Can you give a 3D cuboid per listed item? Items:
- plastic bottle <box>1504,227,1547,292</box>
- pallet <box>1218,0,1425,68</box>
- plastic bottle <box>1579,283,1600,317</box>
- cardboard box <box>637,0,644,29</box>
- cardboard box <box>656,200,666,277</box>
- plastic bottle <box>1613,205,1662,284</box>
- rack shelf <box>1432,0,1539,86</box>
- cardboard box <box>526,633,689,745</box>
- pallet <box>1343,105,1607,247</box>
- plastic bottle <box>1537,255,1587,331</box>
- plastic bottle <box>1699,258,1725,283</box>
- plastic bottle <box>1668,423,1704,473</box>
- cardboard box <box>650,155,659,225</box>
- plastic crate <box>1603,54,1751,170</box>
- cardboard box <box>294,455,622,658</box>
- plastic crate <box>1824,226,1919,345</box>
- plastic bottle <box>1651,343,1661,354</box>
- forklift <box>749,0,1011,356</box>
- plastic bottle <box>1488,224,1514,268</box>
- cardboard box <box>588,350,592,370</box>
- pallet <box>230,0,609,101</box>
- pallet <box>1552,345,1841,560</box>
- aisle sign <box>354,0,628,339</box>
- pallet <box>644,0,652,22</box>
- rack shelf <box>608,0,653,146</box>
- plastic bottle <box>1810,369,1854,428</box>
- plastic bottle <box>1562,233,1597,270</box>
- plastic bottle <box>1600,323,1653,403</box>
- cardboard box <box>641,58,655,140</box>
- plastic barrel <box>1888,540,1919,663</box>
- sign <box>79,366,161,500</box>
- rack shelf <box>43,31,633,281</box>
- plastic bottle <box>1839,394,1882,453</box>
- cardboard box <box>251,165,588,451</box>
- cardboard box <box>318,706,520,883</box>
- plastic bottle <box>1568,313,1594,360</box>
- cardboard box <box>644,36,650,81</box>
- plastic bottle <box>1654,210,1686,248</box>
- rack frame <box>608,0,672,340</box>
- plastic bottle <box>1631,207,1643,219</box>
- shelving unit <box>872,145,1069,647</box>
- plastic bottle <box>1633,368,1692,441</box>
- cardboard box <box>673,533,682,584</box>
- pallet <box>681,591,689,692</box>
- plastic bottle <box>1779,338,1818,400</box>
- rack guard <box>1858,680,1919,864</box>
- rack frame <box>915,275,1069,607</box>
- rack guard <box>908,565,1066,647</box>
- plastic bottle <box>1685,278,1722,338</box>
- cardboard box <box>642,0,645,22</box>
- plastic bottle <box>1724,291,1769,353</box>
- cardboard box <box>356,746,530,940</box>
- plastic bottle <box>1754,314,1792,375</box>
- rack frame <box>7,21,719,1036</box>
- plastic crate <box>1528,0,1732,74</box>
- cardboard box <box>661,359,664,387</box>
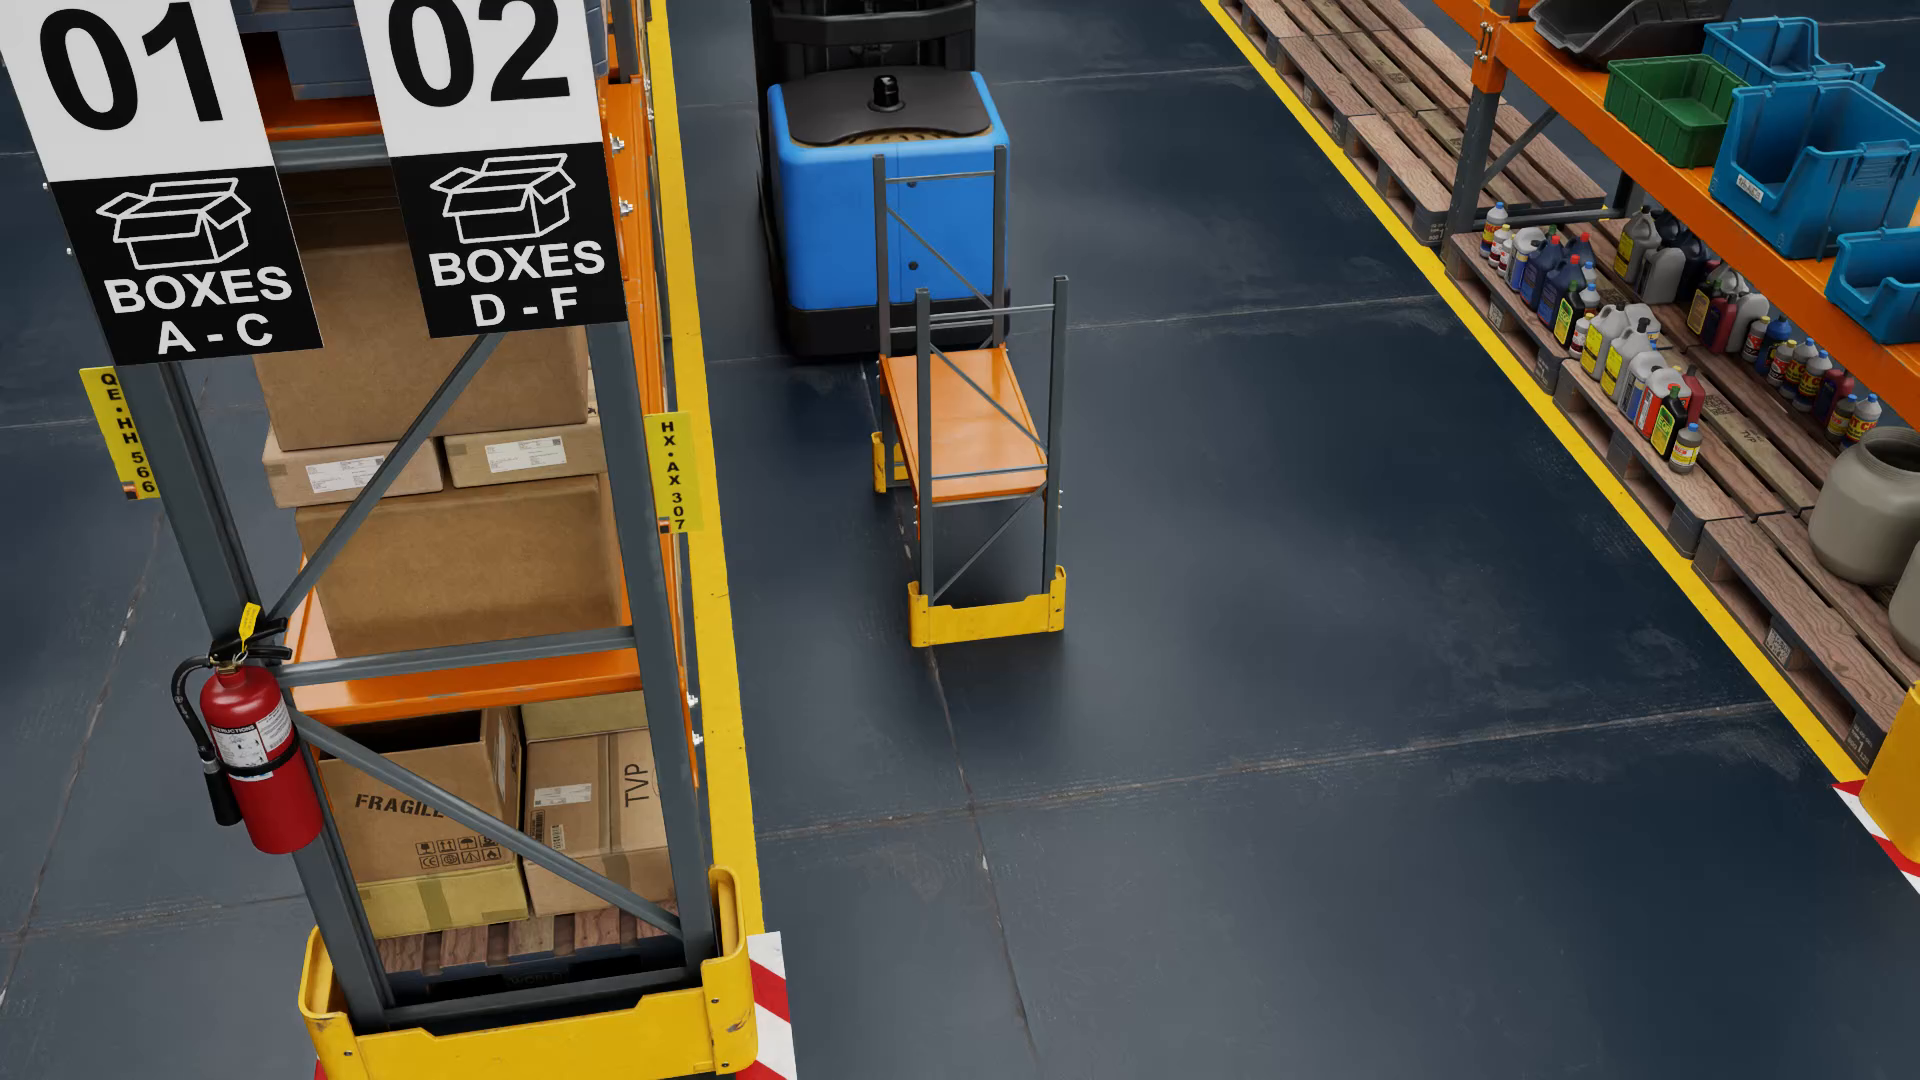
[{"bbox_3d":[2.697,-1.331,7.880,0.152,0.276,0.135,-5,38,-6],"label":"plastic bottle"},{"bbox_3d":[2.386,-3.508,11.093,1.003,0.211,1.213,-6,38,-8],"label":"pallet"},{"bbox_3d":[2.818,-1.030,7.497,0.097,0.271,0.097,0,38,0],"label":"plastic bottle"},{"bbox_3d":[-2.072,-2.944,9.536,0.500,0.311,0.500,-6,38,-8],"label":"cardboard box"},{"bbox_3d":[-1.715,-1.485,8.115,0.500,0.250,0.500,-7,38,-9],"label":"cardboard box"},{"bbox_3d":[3.244,-1.419,7.932,0.144,0.351,0.185,-6,38,-8],"label":"plastic bottle"},{"bbox_3d":[2.639,-3.589,9.511,1.077,0.370,4.000,-6,38,-8],"label":"rack shelf"},{"bbox_3d":[-1.153,0.552,5.493,0.500,0.250,0.500,-6,38,-8],"label":"cardboard box"},{"bbox_3d":[2.813,-2.034,9.196,1.003,0.211,1.213,-6,38,-8],"label":"pallet"},{"bbox_3d":[2.755,-1.147,7.581,0.144,0.351,0.185,-8,39,-10],"label":"plastic bottle"},{"bbox_3d":[3.489,-1.198,7.703,0.061,0.283,0.133,-4,38,-5],"label":"plastic bottle"},{"bbox_3d":[2.937,-0.380,6.716,0.097,0.201,0.097,0,38,0],"label":"plastic bottle"},{"bbox_3d":[-1.715,-1.712,7.951,0.500,0.311,0.500,-6,38,-8],"label":"cardboard box"},{"bbox_3d":[2.949,-1.731,6.706,0.450,0.188,0.662,-6,38,-8],"label":"plastic crate"},{"bbox_3d":[-1.256,-0.041,4.277,0.700,0.500,0.500,-6,38,-8],"label":"cardboard box"},{"bbox_3d":[3.200,-0.853,5.525,0.499,0.251,0.408,-6,38,-8],"label":"plastic crate"},{"bbox_3d":[2.974,-0.758,7.203,0.097,0.201,0.097,0,38,0],"label":"plastic bottle"},{"bbox_3d":[-0.508,-2.913,8.110,1.130,2.935,3.031,-6,38,-7],"label":"forklift"},{"bbox_3d":[2.631,-1.433,8.072,0.097,0.201,0.097,0,38,0],"label":"plastic bottle"},{"bbox_3d":[-1.092,-0.434,4.253,0.380,0.149,0.250,-7,38,-9],"label":"cardboard box"},{"bbox_3d":[-1.285,-1.298,3.603,1.003,0.211,1.213,-6,38,-8],"label":"pallet"},{"bbox_3d":[3.283,-0.415,7.113,1.003,0.211,1.213,-6,38,-8],"label":"pallet"},{"bbox_3d":[-0.874,-0.738,3.137,0.394,0.787,0.004,-6,38,-8],"label":"aisle sign"},{"bbox_3d":[-2.683,-3.904,11.604,1.003,0.211,1.213,-6,38,-8],"label":"pallet"},{"bbox_3d":[-2.239,-3.058,8.828,1.077,0.370,4.000,-6,38,-8],"label":"rack shelf"},{"bbox_3d":[3.658,-0.617,6.955,0.061,0.283,0.133,-6,38,-7],"label":"plastic bottle"},{"bbox_3d":[2.864,-1.276,7.748,0.144,0.351,0.185,-6,38,-8],"label":"plastic bottle"},{"bbox_3d":[2.863,-0.777,7.106,0.144,0.351,0.185,-5,38,-6],"label":"plastic bottle"},{"bbox_3d":[-1.890,-2.328,8.743,0.500,0.311,0.500,-7,38,-9],"label":"cardboard box"},{"bbox_3d":[3.500,0.178,5.761,0.421,0.512,0.421,0,38,0],"label":"plastic barrel"},{"bbox_3d":[-1.723,-0.219,3.451,0.100,0.325,0.005,-6,38,-8],"label":"sign"},{"bbox_3d":[-1.537,-1.827,4.798,1.077,0.370,4.000,-6,38,-8],"label":"rack shelf"},{"bbox_3d":[3.680,-0.474,6.780,0.097,0.271,0.097,0,38,0],"label":"plastic bottle"},{"bbox_3d":[-1.265,-0.586,3.920,0.700,0.500,0.500,-6,38,-8],"label":"cardboard box"},{"bbox_3d":[-1.574,0.613,4.803,0.500,0.500,0.500,-6,38,-8],"label":"cardboard box"},{"bbox_3d":[2.782,-0.914,7.404,0.097,0.201,0.097,0,38,0],"label":"plastic bottle"},{"bbox_3d":[-2.078,-2.724,9.710,0.500,0.250,0.500,-5,38,-7],"label":"cardboard box"},{"bbox_3d":[3.386,-1.435,7.952,0.144,0.351,0.185,-7,38,-9],"label":"plastic bottle"},{"bbox_3d":[-1.888,-2.135,7.053,1.000,3.000,0.127,-6,38,-8],"label":"rack frame"},{"bbox_3d":[3.360,-1.548,8.220,0.097,0.201,0.097,0,38,0],"label":"plastic bottle"},{"bbox_3d":[0.013,-0.546,6.231,0.587,1.500,1.083,-6,38,-8],"label":"shelving unit"},{"bbox_3d":[2.920,-0.565,6.893,0.152,0.276,0.135,-6,38,-8],"label":"plastic bottle"},{"bbox_3d":[-1.323,-0.053,6.272,0.500,0.250,0.500,-6,38,-8],"label":"cardboard box"},{"bbox_3d":[-1.572,0.190,6.333,1.003,0.211,1.213,-6,38,-8],"label":"pallet"},{"bbox_3d":[3.602,-0.741,7.125,0.097,0.271,0.097,0,38,0],"label":"plastic bottle"},{"bbox_3d":[3.631,0.697,5.445,1.175,0.500,0.348,-6,38,-8],"label":"rack guard"},{"bbox_3d":[0.104,-0.234,5.828,0.500,1.500,0.032,-6,38,-8],"label":"rack frame"},{"bbox_3d":[0.101,0.248,6.227,0.587,0.250,0.087,-6,38,-8],"label":"rack guard"},{"bbox_3d":[3.380,-1.071,7.539,0.061,0.283,0.133,-6,38,-8],"label":"plastic bottle"},{"bbox_3d":[-2.257,-3.339,10.502,0.500,0.250,0.500,-5,38,-7],"label":"cardboard box"},{"bbox_3d":[3.501,-0.996,7.448,0.152,0.276,0.135,-6,38,-7],"label":"plastic bottle"},{"bbox_3d":[-1.572,0.909,5.034,0.500,0.250,0.500,-6,38,-8],"label":"cardboard box"},{"bbox_3d":[3.566,-0.864,7.282,0.097,0.271,0.097,0,38,0],"label":"plastic bottle"},{"bbox_3d":[-1.187,0.281,3.943,1.000,3.000,0.127,-6,38,-8],"label":"rack frame"},{"bbox_3d":[2.956,-2.311,7.330,0.767,0.338,0.504,-6,38,-8],"label":"plastic crate"},{"bbox_3d":[-1.513,-0.655,7.047,0.500,0.250,0.500,-6,38,-8],"label":"cardboard box"}]
